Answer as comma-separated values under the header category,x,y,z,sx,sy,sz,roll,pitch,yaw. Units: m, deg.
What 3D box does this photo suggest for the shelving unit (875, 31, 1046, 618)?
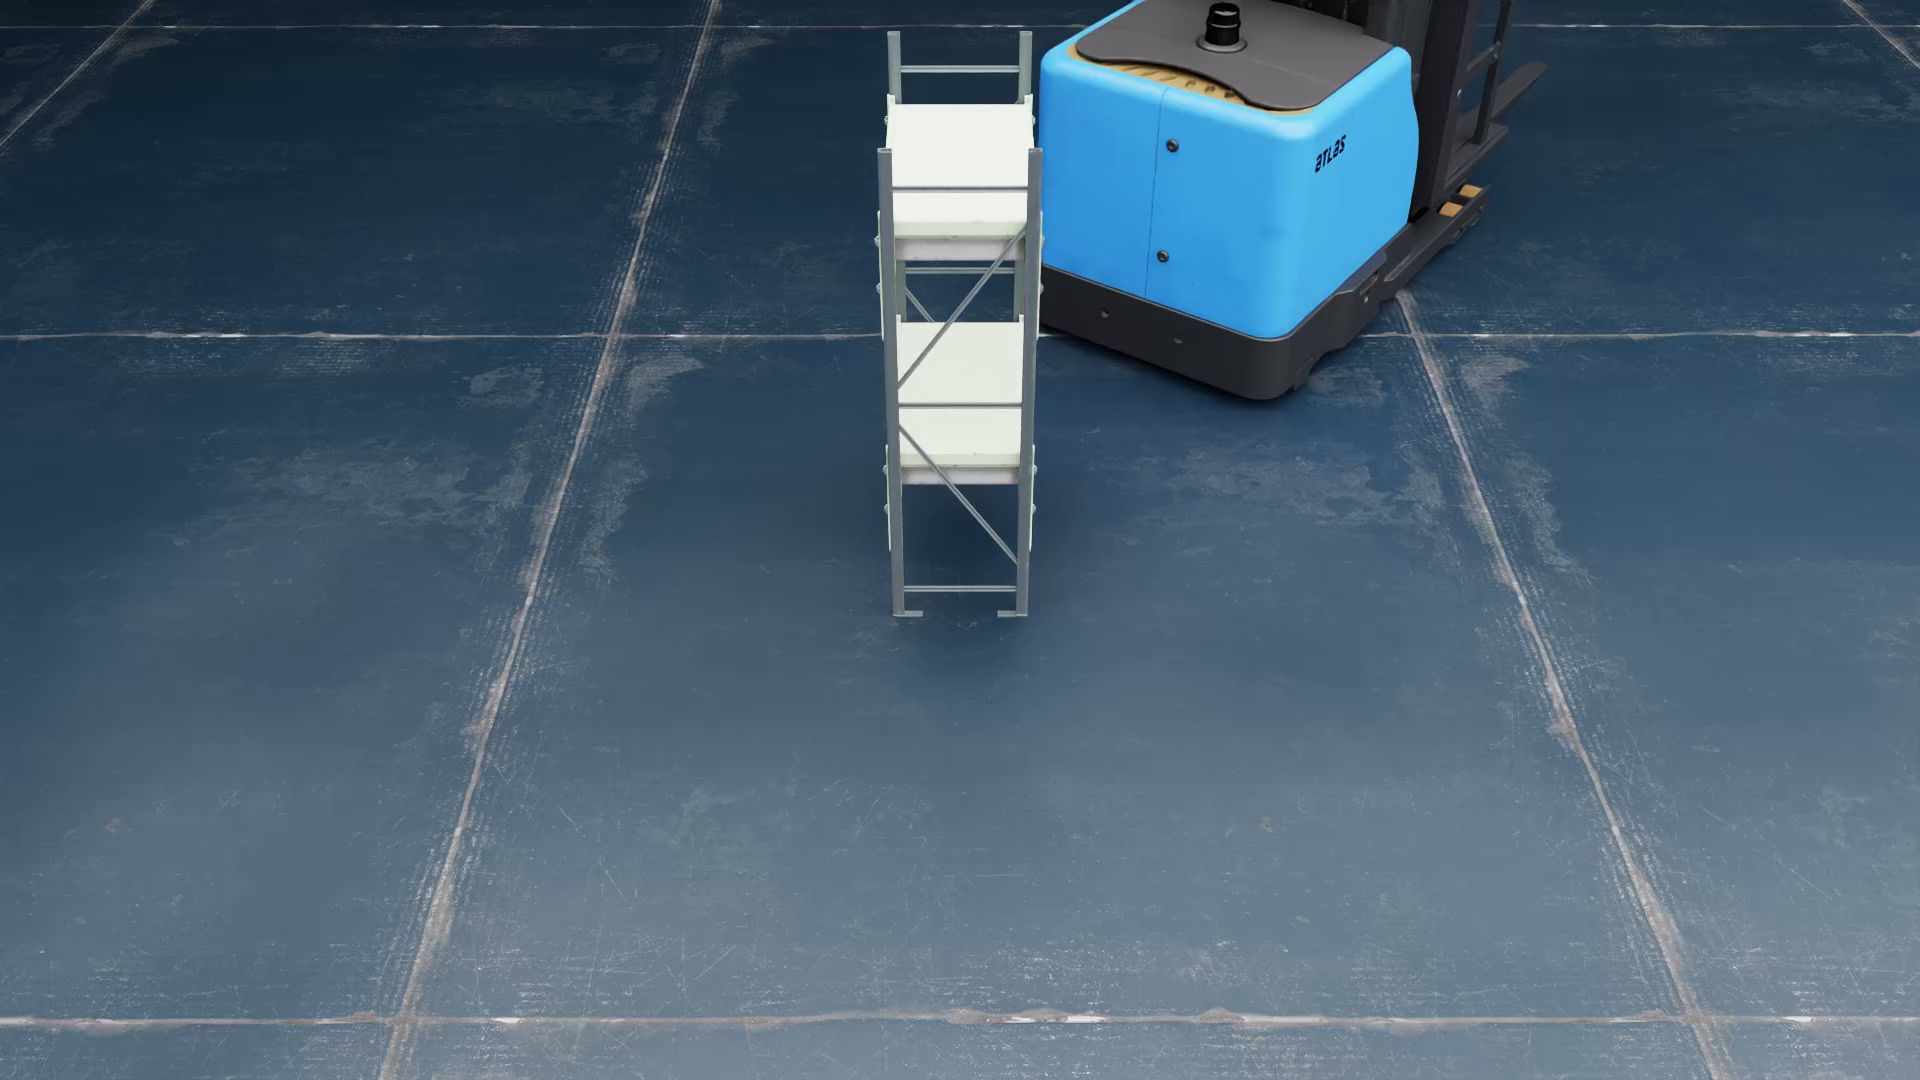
category,x,y,z,sx,sy,sz,roll,pitch,yaw
shelving unit,0.000,-0.589,4.786,0.431,1.500,0.755,0,39,0

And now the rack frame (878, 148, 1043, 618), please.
category,x,y,z,sx,sy,sz,roll,pitch,yaw
rack frame,0.000,-0.361,4.501,0.400,1.500,0.023,0,39,0

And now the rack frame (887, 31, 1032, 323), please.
category,x,y,z,sx,sy,sz,roll,pitch,yaw
rack frame,0.000,-0.818,5.072,0.400,1.500,0.023,0,39,0

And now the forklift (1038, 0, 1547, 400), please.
category,x,y,z,sx,sy,sz,roll,pitch,yaw
forklift,1.526,-2.503,6.029,1.130,2.935,3.031,24,45,27

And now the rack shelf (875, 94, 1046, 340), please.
category,x,y,z,sx,sy,sz,roll,pitch,yaw
rack shelf,0.000,-0.894,4.542,0.431,0.370,0.720,0,39,0

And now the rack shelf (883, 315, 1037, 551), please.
category,x,y,z,sx,sy,sz,roll,pitch,yaw
rack shelf,0.000,-0.335,4.990,0.431,0.370,0.720,0,39,0
